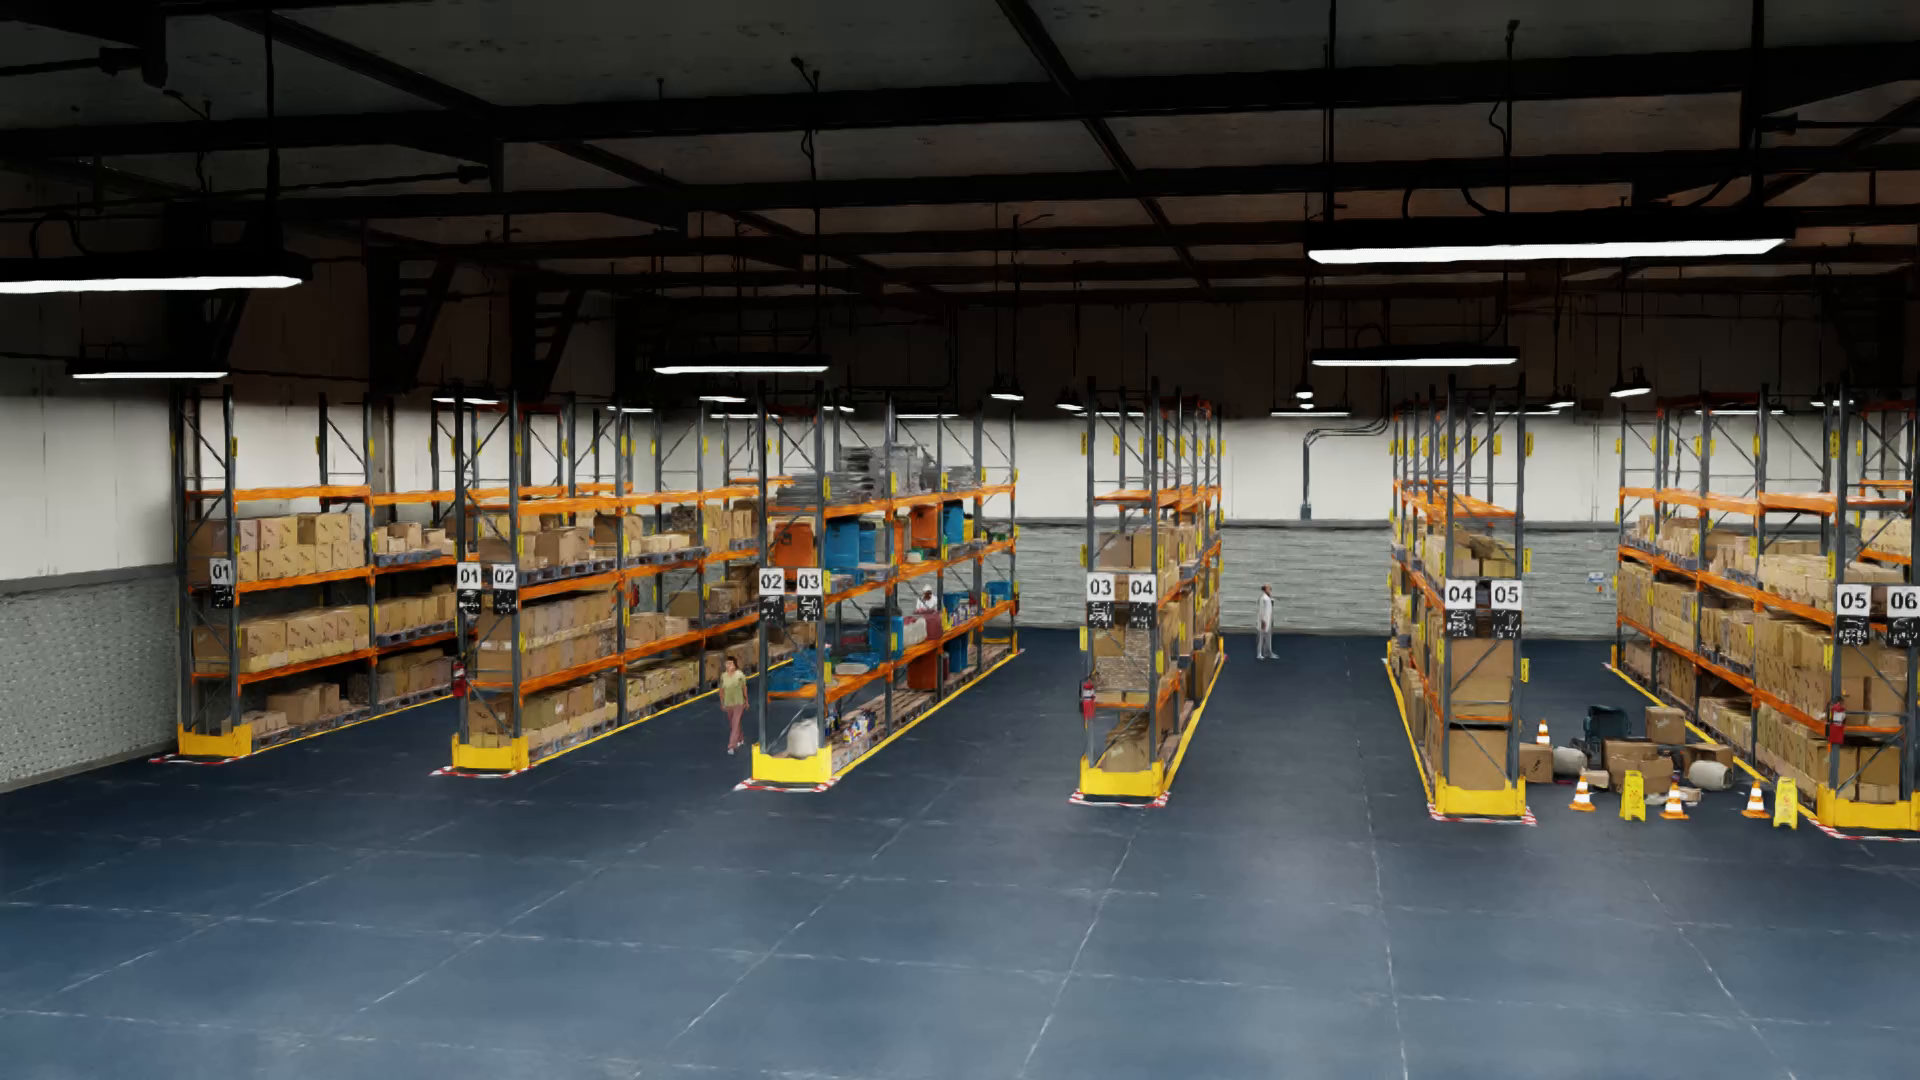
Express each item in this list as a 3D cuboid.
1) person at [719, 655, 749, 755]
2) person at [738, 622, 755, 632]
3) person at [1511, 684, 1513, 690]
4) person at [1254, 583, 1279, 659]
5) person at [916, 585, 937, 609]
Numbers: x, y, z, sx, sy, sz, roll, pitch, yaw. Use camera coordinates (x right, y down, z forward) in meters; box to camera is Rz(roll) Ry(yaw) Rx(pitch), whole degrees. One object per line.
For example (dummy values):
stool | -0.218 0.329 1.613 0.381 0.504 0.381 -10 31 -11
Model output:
person | -3.729 2.668 27.186 0.448 1.590 1.110 1 3 14
person | -5.623 1.709 43.818 0.677 1.646 0.534 1 3 10
person | 11.301 2.236 34.293 0.416 1.678 0.507 -1 3 -20
person | 7.214 1.901 39.221 0.467 1.781 0.666 2 4 33
person | -0.783 1.911 39.965 0.577 1.691 1.121 1 3 15
